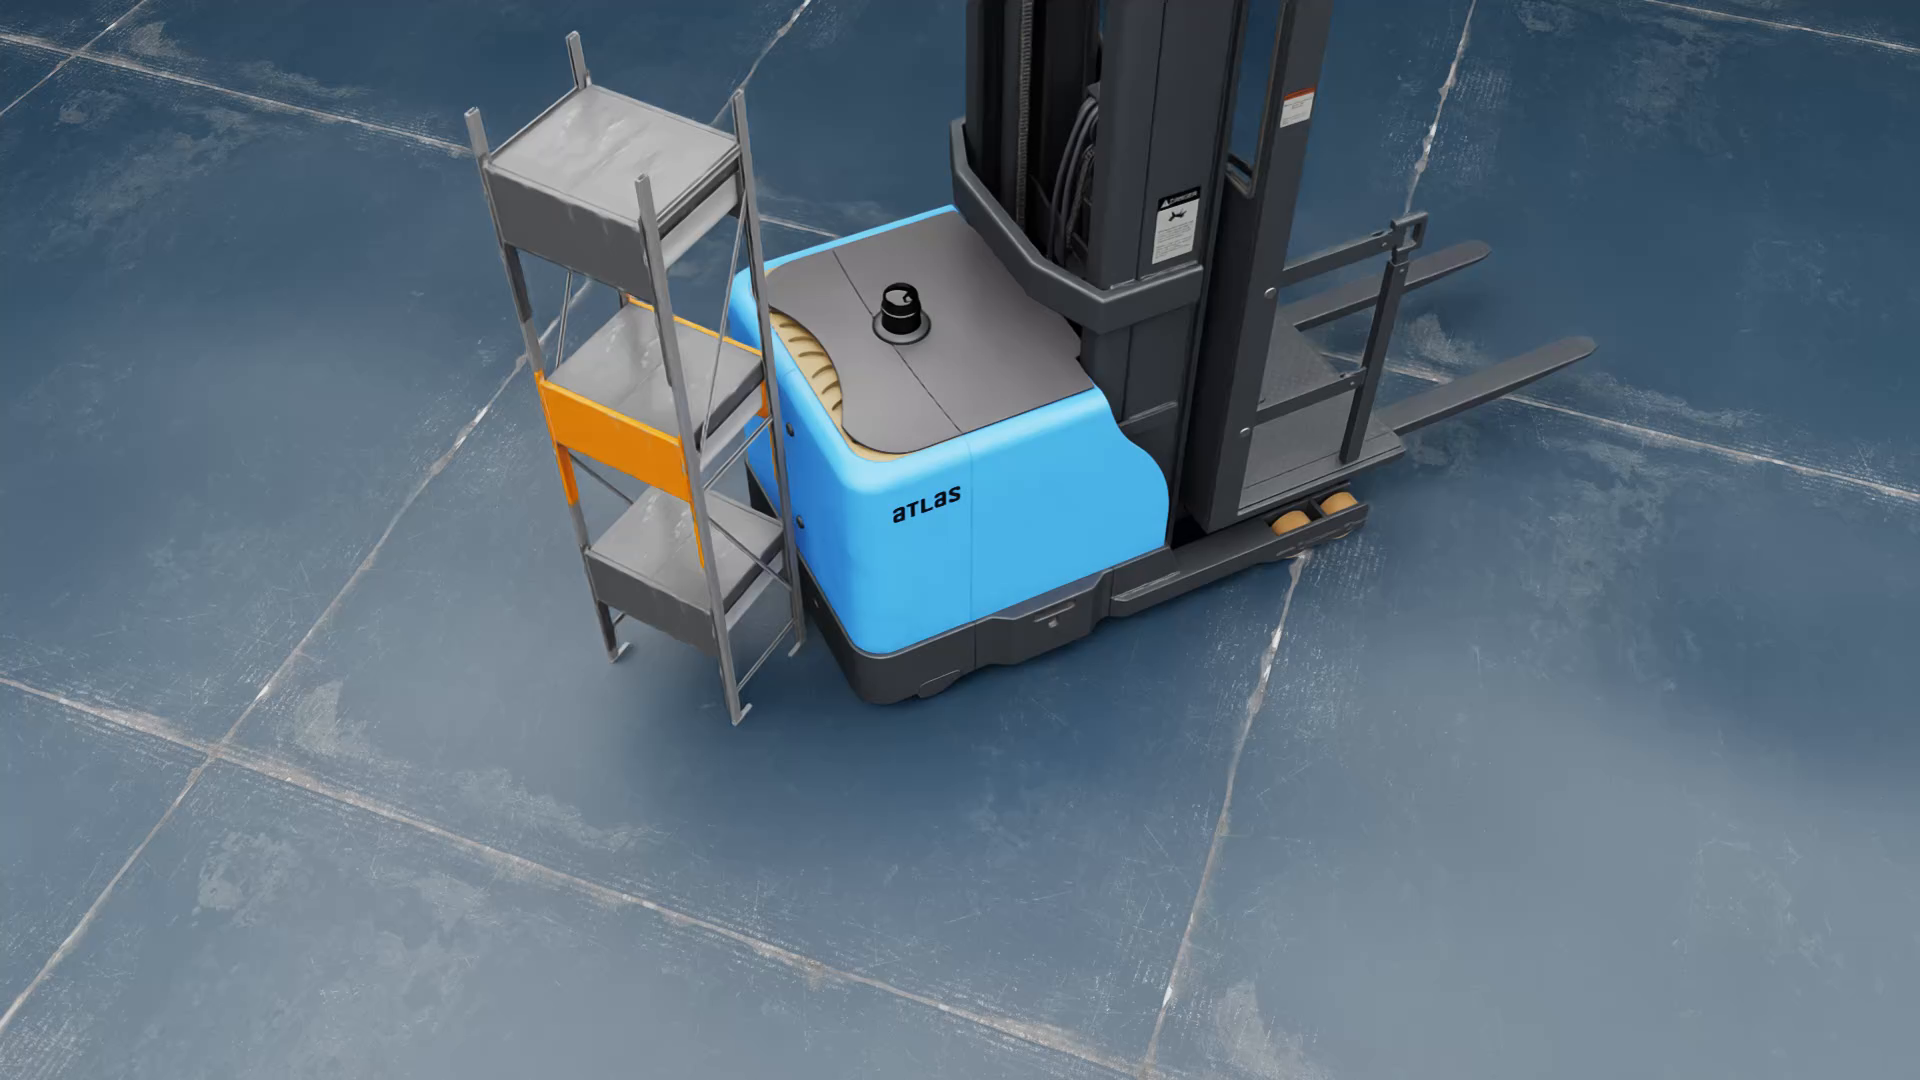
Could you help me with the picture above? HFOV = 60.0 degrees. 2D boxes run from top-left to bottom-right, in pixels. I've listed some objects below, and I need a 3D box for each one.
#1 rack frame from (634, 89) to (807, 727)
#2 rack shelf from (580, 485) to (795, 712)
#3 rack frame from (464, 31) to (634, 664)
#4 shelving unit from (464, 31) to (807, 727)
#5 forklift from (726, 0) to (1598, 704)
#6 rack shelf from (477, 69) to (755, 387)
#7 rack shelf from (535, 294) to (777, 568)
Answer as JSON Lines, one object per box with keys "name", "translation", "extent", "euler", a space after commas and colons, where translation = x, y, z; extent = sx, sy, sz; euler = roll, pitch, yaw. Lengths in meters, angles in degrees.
{"name": "rack frame", "translation": [-0.610, -0.232, 4.562], "extent": [0.015, 2.100, 0.400], "euler": [24, 53, 19]}
{"name": "rack shelf", "translation": [-0.821, 0.142, 5.181], "extent": [0.480, 0.518, 0.431], "euler": [24, 53, 19]}
{"name": "rack frame", "translation": [-1.032, -0.418, 4.722], "extent": [0.015, 2.100, 0.400], "euler": [24, 53, 19]}
{"name": "shelving unit", "translation": [-0.821, -0.325, 4.642], "extent": [0.503, 2.100, 0.431], "euler": [24, 53, 19]}
{"name": "forklift", "translation": [0.829, -1.237, 4.882], "extent": [3.031, 2.935, 1.130], "euler": [-21, 52, -17]}
{"name": "rack shelf", "translation": [-0.821, -0.774, 4.123], "extent": [0.480, 0.518, 0.431], "euler": [24, 53, 19]}
{"name": "rack shelf", "translation": [-0.821, -0.316, 4.652], "extent": [0.480, 0.518, 0.431], "euler": [24, 53, 19]}
